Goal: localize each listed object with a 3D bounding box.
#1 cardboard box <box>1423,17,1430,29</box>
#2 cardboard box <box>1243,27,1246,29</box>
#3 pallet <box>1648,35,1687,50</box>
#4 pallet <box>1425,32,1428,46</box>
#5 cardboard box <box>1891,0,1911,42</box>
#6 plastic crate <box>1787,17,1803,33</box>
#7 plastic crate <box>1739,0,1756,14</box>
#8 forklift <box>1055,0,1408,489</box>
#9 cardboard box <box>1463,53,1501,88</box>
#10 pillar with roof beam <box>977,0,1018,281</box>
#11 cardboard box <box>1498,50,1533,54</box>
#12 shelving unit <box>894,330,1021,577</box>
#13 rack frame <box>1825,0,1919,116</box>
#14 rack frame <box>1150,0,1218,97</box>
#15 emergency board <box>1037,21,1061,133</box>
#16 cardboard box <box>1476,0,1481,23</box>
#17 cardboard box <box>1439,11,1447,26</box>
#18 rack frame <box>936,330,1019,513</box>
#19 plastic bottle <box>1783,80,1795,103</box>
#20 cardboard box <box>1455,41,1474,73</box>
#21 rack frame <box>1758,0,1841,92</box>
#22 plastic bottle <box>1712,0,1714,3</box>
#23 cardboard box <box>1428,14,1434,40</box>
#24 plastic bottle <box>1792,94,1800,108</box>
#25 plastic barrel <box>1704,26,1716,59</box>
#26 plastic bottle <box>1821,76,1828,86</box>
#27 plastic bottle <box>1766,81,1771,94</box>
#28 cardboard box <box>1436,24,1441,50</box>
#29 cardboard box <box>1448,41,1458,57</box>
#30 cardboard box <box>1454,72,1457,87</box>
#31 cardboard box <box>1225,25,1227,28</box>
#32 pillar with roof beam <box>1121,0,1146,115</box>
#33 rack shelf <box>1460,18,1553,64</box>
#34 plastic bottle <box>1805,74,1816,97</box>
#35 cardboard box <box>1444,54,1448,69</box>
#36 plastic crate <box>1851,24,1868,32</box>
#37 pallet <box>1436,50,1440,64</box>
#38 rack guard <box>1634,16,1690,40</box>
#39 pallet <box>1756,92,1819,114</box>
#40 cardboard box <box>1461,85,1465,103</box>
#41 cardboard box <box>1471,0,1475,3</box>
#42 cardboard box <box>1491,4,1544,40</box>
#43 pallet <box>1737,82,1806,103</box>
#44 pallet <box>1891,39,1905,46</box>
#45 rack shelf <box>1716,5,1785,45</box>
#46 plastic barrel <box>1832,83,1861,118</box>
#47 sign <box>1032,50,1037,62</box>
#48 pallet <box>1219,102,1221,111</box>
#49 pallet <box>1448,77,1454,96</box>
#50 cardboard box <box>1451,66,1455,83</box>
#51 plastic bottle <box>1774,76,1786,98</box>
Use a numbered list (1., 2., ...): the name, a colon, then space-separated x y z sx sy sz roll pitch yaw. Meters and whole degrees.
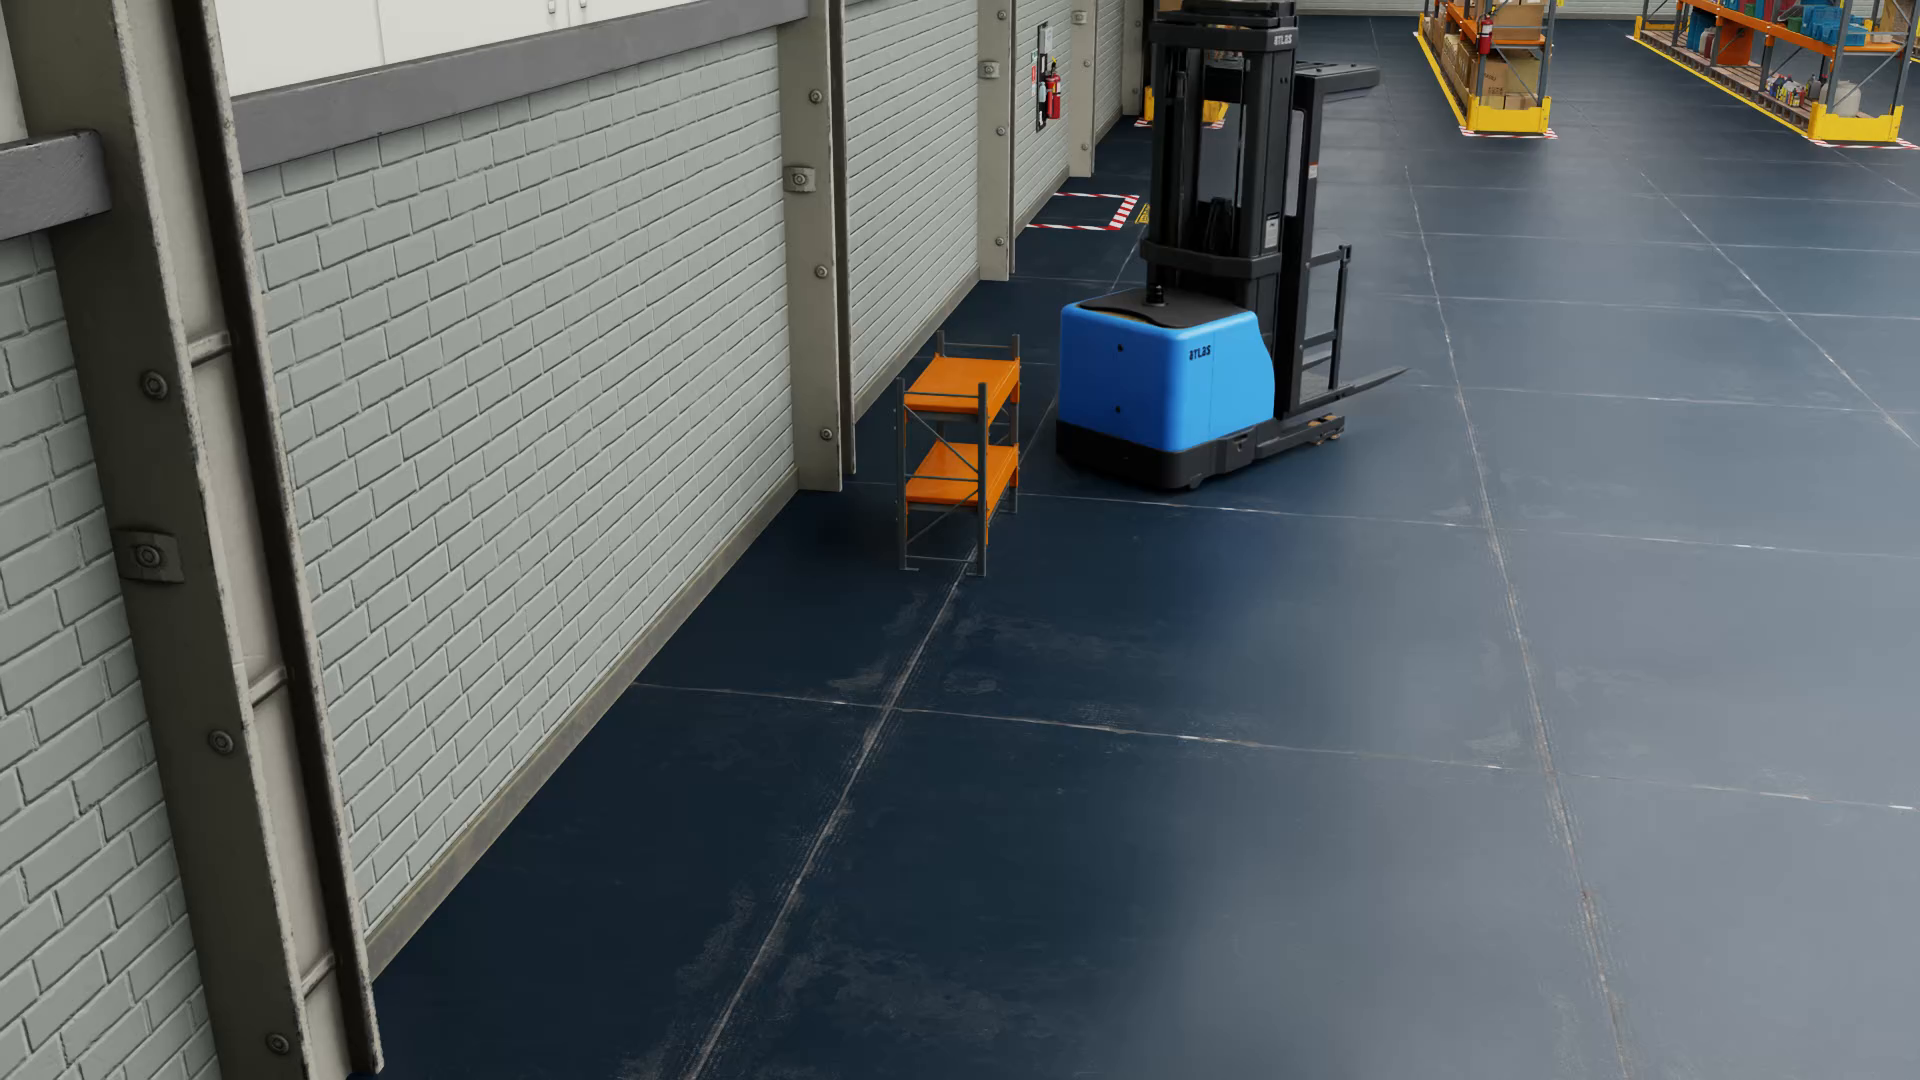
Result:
1. cardboard box: 11.124 -12.089 38.946 0.500 0.250 0.500 4 22 11
2. cardboard box: 5.596 -10.747 34.839 0.750 0.750 0.750 4 22 11
3. pallet: 16.006 -11.104 37.143 1.003 0.211 1.213 4 22 11
4. pallet: 11.186 -11.462 38.032 1.003 0.211 1.213 4 22 11
5. cardboard box: 21.074 -11.400 36.426 0.875 0.875 0.875 4 22 11
6. plastic crate: 13.461 -8.179 26.431 0.450 0.188 0.662 4 22 11
7. plastic crate: 14.202 -9.677 29.782 0.402 0.464 0.583 4 22 11
8. forklift: 2.043 -2.136 11.233 3.031 2.935 1.130 -20 29 -40
9. cardboard box: 8.358 -7.521 26.629 0.500 0.500 0.500 4 22 11
10. pillar with roof beam: 4.562 -6.433 13.780 9.100 9.000 0.400 4 22 11
11. cardboard box: 8.986 -7.663 26.981 0.500 0.500 0.500 4 22 11
12. shelving unit: 0.001 -0.524 9.650 0.538 1.125 1.048 4 22 11
13. rack frame: 13.198 -7.290 23.938 1.000 3.000 0.127 4 22 11
14. rack frame: 3.500 -8.045 25.814 1.000 3.000 0.127 4 22 11
15. emergency board: 1.030 -5.272 18.928 0.194 1.169 0.643 4 22 11
16. cardboard box: 8.981 -8.822 27.609 0.700 0.500 0.500 4 22 10
17. cardboard box: 10.156 -10.742 34.264 0.500 0.250 0.500 4 22 10
18. rack frame: 0.105 -0.710 10.111 0.500 1.125 0.032 4 22 11
19. plastic bottle: 13.280 -7.172 26.603 0.144 0.351 0.185 5 23 13
20. cardboard box: 8.765 -8.253 28.445 0.500 0.500 0.500 4 22 11
21. rack frame: 14.015 -8.753 27.571 1.000 3.000 0.127 4 22 11
22. plastic bottle: 14.624 -10.533 32.163 0.097 0.271 0.097 0 22 0
23. cardboard box: 10.637 -11.332 36.732 0.500 0.500 0.500 4 22 11
24. plastic bottle: 13.144 -6.901 26.130 0.097 0.201 0.097 0 22 0
25. plastic barrel: 15.144 -9.885 33.048 0.600 0.588 0.708 4 22 11
26. plastic bottle: 14.126 -7.400 27.170 0.144 0.351 0.185 3 22 8
27. plastic bottle: 13.500 -7.538 27.713 0.097 0.201 0.097 0 22 0
28. cardboard box: 10.150 -10.381 34.370 0.500 0.500 0.500 4 22 9
29. cardboard box: 9.279 -9.038 30.646 0.500 0.311 0.500 4 22 10
30. cardboard box: 8.775 -7.904 28.583 0.500 0.250 0.500 4 22 11
31. cardboard box: 4.112 -8.516 27.157 0.500 0.250 0.500 4 22 10
32. pillar with roof beam: 7.010 -10.821 24.677 9.100 9.000 0.400 4 22 11
33. rack shelf: 8.758 -8.066 26.830 1.077 0.370 4.000 4 22 11
34. plastic bottle: 14.024 -7.481 27.371 0.144 0.351 0.185 4 22 11
35. cardboard box: 9.386 -8.970 31.229 0.500 0.250 0.500 4 22 10
36. plastic crate: 13.931 -8.017 26.097 0.530 0.136 0.437 4 22 11
37. pallet: 10.423 -10.016 34.440 1.003 0.211 1.213 4 22 11
38. rack guard: 16.455 -11.991 38.959 1.175 0.500 0.348 4 22 11
39. pallet: 13.837 -7.217 27.490 1.003 0.211 1.213 4 22 11
40. cardboard box: 8.361 -7.173 26.768 0.500 0.250 0.500 4 22 11
41. cardboard box: 9.549 -9.833 30.120 0.500 0.500 0.500 4 22 11
42. cardboard box: 8.458 -7.885 25.282 0.700 0.500 0.500 4 22 11
43. pallet: 14.137 -7.749 28.812 1.003 0.211 1.213 4 22 11
44. pallet: 20.974 -10.727 36.206 1.003 0.211 1.213 4 22 11
45. rack shelf: 14.423 -9.150 29.521 1.077 0.370 4.000 4 22 11
46. plastic barrel: 13.258 -6.577 24.937 0.421 0.512 0.421 0 22 0
47. sign: 0.826 -5.341 18.342 0.001 0.109 0.331 4 22 11
48. pallet: 3.716 -7.074 27.135 1.003 0.211 1.213 4 22 11
49. pallet: 9.278 -8.110 29.709 1.003 0.211 1.213 4 22 11
50. cardboard box: 8.967 -8.225 29.378 0.500 0.250 0.500 4 22 10
51. plastic bottle: 13.405 -7.395 27.158 0.144 0.351 0.185 4 22 9
